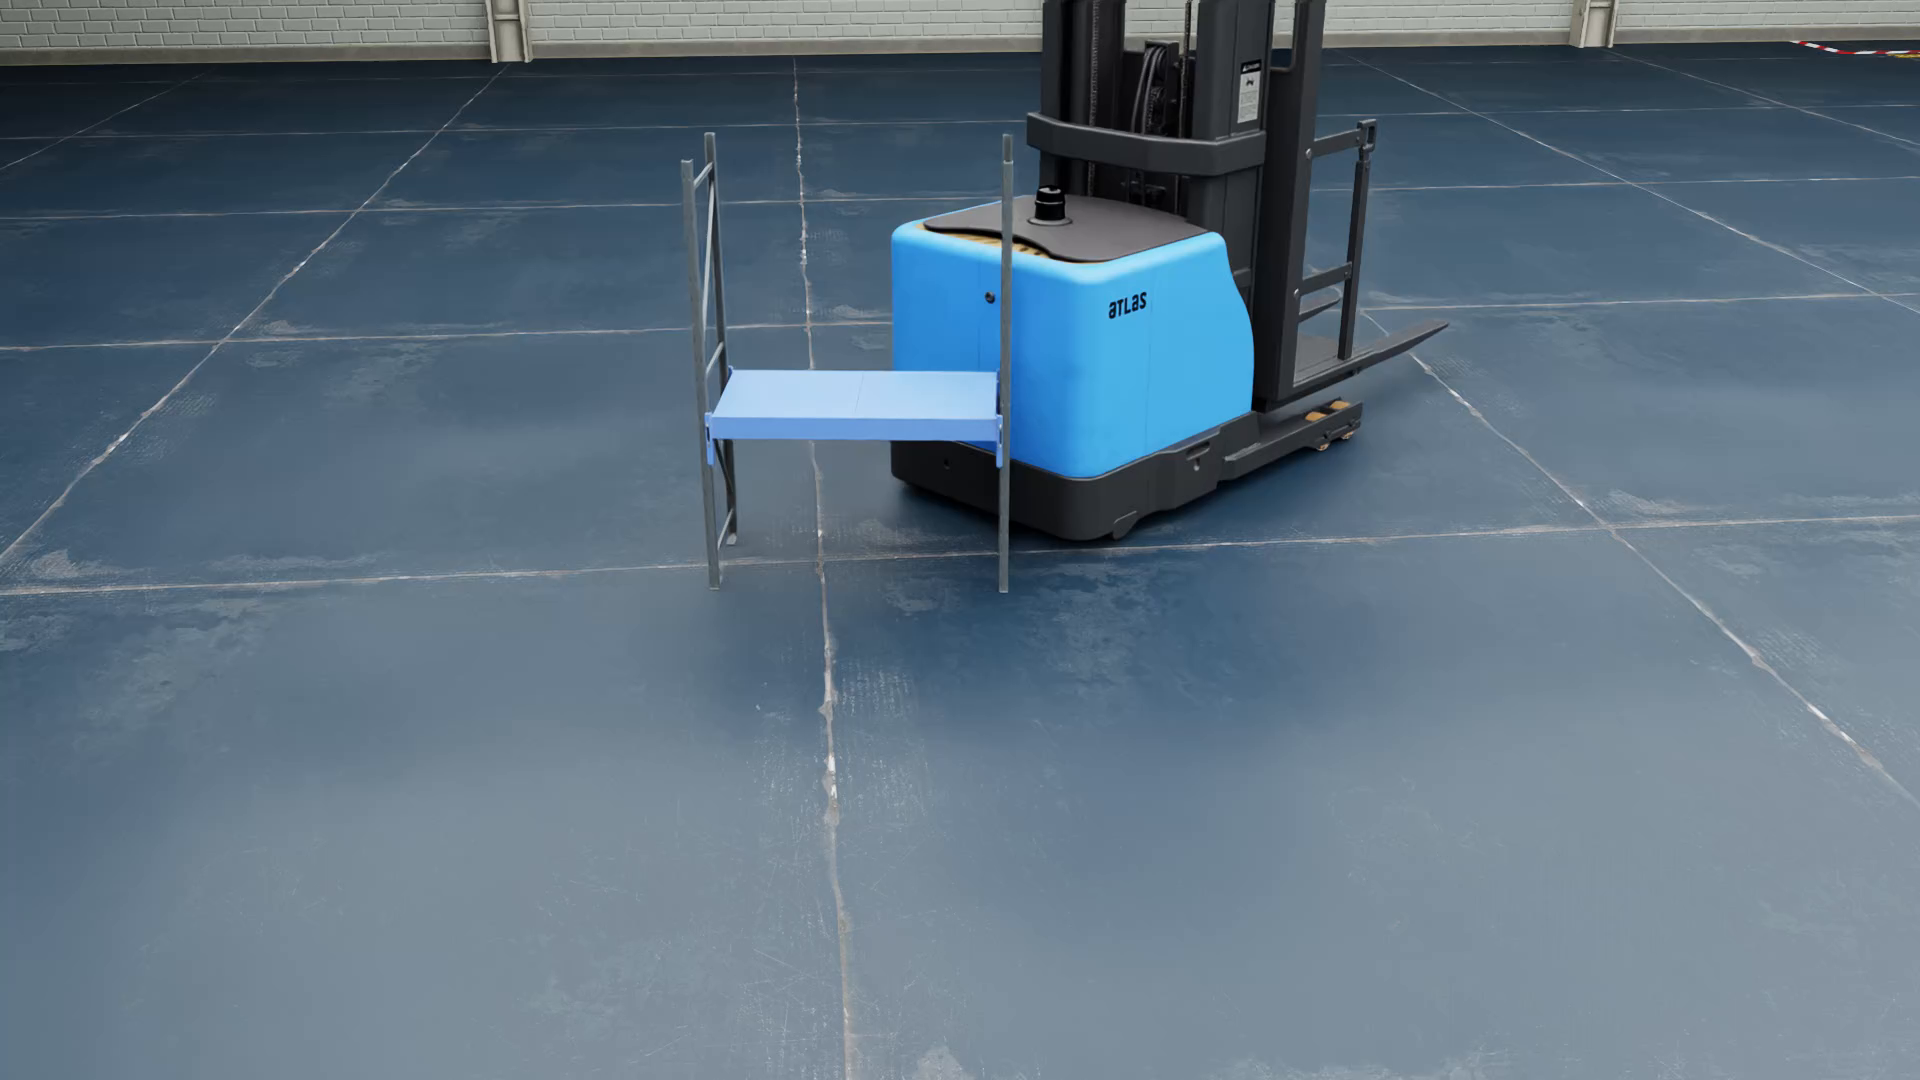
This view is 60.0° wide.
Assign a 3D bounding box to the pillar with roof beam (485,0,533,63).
[{"bbox_3d":[-4.365,-7.507,12.060,0.400,9.000,9.100,-2,24,-5],"label":"pillar with roof beam"}]

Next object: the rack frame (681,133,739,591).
[{"bbox_3d":[-0.859,-0.607,5.769,0.032,1.500,0.500,1,24,1],"label":"rack frame"}]

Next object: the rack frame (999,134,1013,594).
[{"bbox_3d":[0.157,-0.598,5.749,0.032,1.500,0.500,1,24,1],"label":"rack frame"}]

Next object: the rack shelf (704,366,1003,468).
[{"bbox_3d":[-0.351,-0.438,5.832,1.000,0.185,0.538,1,24,1],"label":"rack shelf"}]

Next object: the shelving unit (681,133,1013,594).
[{"bbox_3d":[-0.351,-0.603,5.759,1.048,1.500,0.538,1,24,1],"label":"shelving unit"}]

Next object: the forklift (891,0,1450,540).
[{"bbox_3d":[1.102,-1.846,6.794,1.130,2.935,3.031,21,31,39],"label":"forklift"}]

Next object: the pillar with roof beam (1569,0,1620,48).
[{"bbox_3d":[7.576,-7.986,13.137,0.400,9.000,9.100,-2,24,-5],"label":"pillar with roof beam"}]
